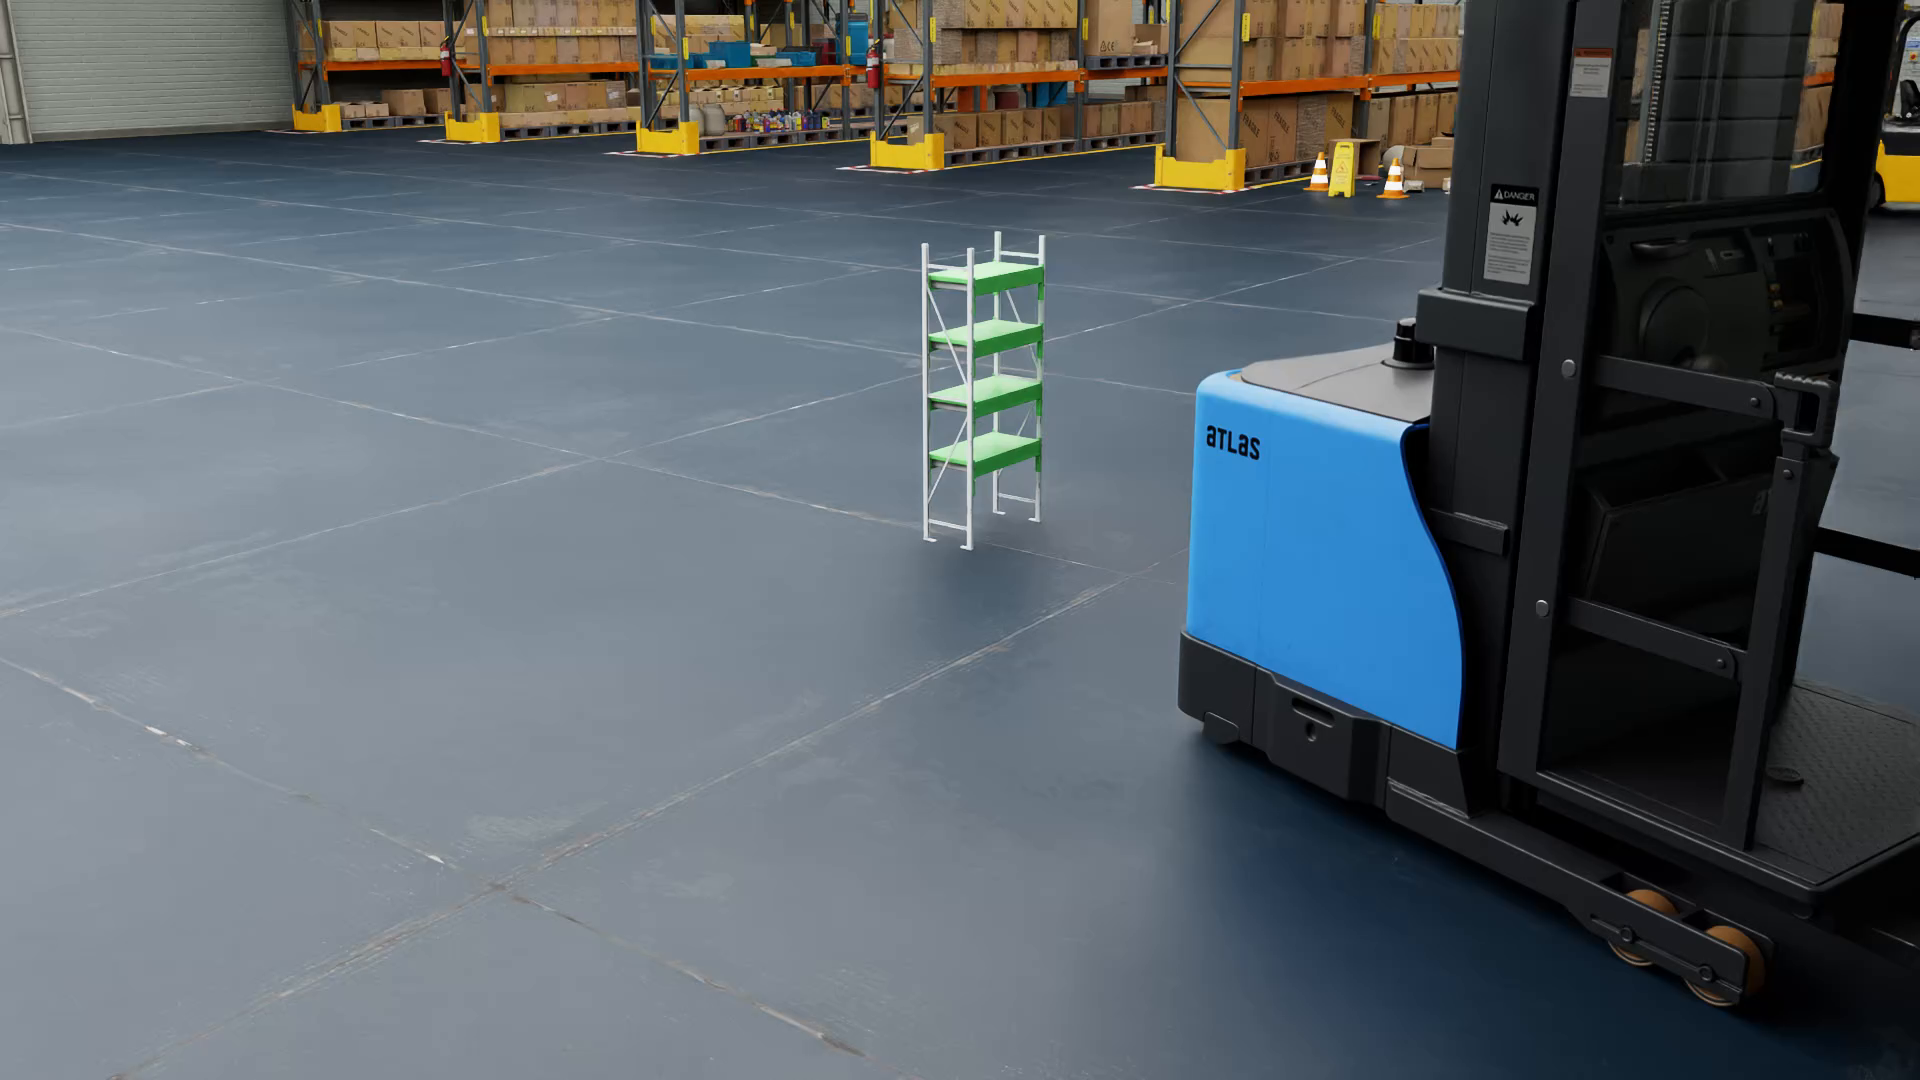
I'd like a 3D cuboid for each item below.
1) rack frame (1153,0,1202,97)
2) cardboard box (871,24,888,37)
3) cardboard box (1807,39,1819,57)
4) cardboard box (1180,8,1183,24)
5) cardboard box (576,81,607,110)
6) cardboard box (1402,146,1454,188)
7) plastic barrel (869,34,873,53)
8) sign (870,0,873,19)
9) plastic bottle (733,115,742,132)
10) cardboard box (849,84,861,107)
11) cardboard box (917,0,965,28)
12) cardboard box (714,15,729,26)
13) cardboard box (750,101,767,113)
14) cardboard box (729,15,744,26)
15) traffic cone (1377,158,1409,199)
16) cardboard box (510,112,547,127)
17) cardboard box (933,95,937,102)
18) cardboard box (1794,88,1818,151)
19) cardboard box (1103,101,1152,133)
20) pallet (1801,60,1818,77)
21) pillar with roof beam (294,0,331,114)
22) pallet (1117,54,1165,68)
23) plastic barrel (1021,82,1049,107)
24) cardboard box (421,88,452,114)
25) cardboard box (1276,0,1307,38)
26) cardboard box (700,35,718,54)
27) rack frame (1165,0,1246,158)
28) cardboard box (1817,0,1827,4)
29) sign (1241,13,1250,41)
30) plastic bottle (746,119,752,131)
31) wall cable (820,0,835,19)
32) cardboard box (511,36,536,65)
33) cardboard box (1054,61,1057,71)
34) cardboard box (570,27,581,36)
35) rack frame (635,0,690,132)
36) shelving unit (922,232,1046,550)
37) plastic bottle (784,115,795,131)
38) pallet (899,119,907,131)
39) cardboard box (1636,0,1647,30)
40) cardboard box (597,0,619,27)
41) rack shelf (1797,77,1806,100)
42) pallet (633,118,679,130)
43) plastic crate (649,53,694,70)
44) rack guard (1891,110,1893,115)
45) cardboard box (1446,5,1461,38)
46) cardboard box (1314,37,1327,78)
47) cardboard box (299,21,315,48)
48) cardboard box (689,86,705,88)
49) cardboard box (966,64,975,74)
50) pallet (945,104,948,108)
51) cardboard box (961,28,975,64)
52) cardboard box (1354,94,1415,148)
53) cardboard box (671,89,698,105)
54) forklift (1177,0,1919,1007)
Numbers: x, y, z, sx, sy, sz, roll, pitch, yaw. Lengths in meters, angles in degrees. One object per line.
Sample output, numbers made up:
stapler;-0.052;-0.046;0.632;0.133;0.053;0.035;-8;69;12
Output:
rack frame;3.945;-8.811;30.109;1.000;3.000;0.127;12;21;35
cardboard box;-2.087;-11.690;38.504;0.700;0.500;0.500;5;18;16
cardboard box;12.404;-7.304;24.666;0.500;0.250;0.500;12;21;34
cardboard box;4.394;-9.509;30.497;0.797;0.503;0.637;13;22;37
cardboard box;-7.095;-8.469;31.673;0.500;0.500;0.500;12;21;35
cardboard box;6.150;-4.828;21.492;0.797;0.503;0.637;-1;17;-3
plastic barrel;-1.670;-8.987;30.449;0.433;0.535;0.433;0;17;0
sign;-1.255;-7.712;24.086;0.100;0.325;0.005;12;21;35
plastic bottle;-3.885;-7.260;28.966;0.152;0.276;0.135;13;21;35
cardboard box;-2.591;-10.006;37.431;0.500;0.500;0.500;12;21;33
cardboard box;-0.275;-7.656;24.033;0.500;0.500;0.500;12;21;35
cardboard box;-5.991;-12.670;40.569;0.500;0.250;0.500;13;21;36
cardboard box;-4.430;-9.158;35.155;0.500;0.250;0.500;12;21;34
cardboard box;-5.679;-12.790;40.956;0.500;0.250;0.500;13;22;36
traffic cone;5.263;-4.388;20.145;0.336;0.463;0.334;12;21;35
cardboard box;-7.982;-7.752;30.629;0.500;0.250;0.500;12;21;35
cardboard box;-0.694;-10.641;40.040;0.380;0.166;0.250;12;21;35
cardboard box;12.382;-6.395;25.205;0.875;0.875;0.875;12;21;34
cardboard box;2.909;-7.393;29.018;0.700;0.500;0.500;15;23;39
pallet;11.565;-6.779;23.891;1.213;0.211;1.003;12;21;35
pillar with roof beam;-9.576;-11.955;30.119;9.100;9.000;0.400;12;21;35
pallet;2.798;-8.240;28.596;1.003;0.211;1.213;12;21;35
plastic barrel;1.591;-9.542;35.294;0.600;0.901;0.708;12;21;35
cardboard box;-10.959;-9.246;34.984;0.500;0.500;0.500;11;20;31
cardboard box;4.050;-6.930;21.980;0.875;0.550;0.550;12;21;35
cardboard box;-5.309;-10.082;34.034;0.500;0.500;0.500;12;21;35
rack frame;3.102;-6.005;21.073;1.000;3.000;0.127;12;21;35
cardboard box;14.215;-8.977;27.696;0.380;0.149;0.250;12;21;34
sign;3.544;-6.357;20.613;0.100;0.325;0.005;12;21;35
plastic bottle;-3.691;-7.240;29.027;0.097;0.201;0.097;0;17;0
wall cable;-3.219;-14.299;46.070;0.084;1.984;1.851;12;21;35
cardboard box;-8.178;-8.939;30.355;0.700;0.500;0.500;13;22;36
cardboard box;1.316;-7.528;26.402;0.380;0.149;0.250;12;21;35
cardboard box;-7.296;-9.498;31.061;0.380;0.149;0.250;13;22;36
rack frame;-4.799;-7.781;26.792;1.000;3.000;0.127;12;21;35
shelving unit;0.099;-0.612;6.744;0.258;1.200;0.503;12;21;35
plastic bottle;-2.975;-7.278;29.023;0.152;0.276;0.135;13;21;36
pallet;-0.525;-8.177;32.769;1.003;0.211;1.213;12;21;35
cardboard box;7.266;-5.982;18.643;0.700;0.500;0.500;12;21;33
cardboard box;-6.951;-10.049;31.742;0.700;0.500;0.500;12;21;35
rack shelf;10.712;-6.240;23.043;1.077;0.370;4.000;12;21;35
pallet;-5.984;-8.460;33.682;1.003;0.211;1.213;12;21;35
plastic crate;-4.742;-7.882;27.368;0.499;0.251;0.616;12;21;35
rack guard;16.685;-7.777;30.995;1.175;0.500;0.348;12;21;35
cardboard box;7.593;-8.330;26.708;0.700;0.500;0.500;12;21;34
cardboard box;4.549;-6.696;23.047;0.875;0.550;0.550;12;21;35
cardboard box;-12.646;-9.977;32.820;0.500;0.500;0.500;12;21;34
cardboard box;-5.474;-9.274;34.585;0.500;0.311;0.500;12;21;34
cardboard box;-0.003;-6.987;24.661;0.380;0.149;0.250;12;21;35
pallet;0.239;-10.928;41.628;1.003;0.211;1.213;12;21;35
cardboard box;-0.270;-7.362;24.772;0.875;0.500;0.500;12;21;35
cardboard box;6.360;-6.477;25.678;1.050;0.750;0.750;12;21;35
cardboard box;-5.643;-8.937;33.500;0.500;0.311;0.500;12;21;34
forklift;1.895;-0.561;3.658;1.130;2.935;3.031;-11;21;-33
